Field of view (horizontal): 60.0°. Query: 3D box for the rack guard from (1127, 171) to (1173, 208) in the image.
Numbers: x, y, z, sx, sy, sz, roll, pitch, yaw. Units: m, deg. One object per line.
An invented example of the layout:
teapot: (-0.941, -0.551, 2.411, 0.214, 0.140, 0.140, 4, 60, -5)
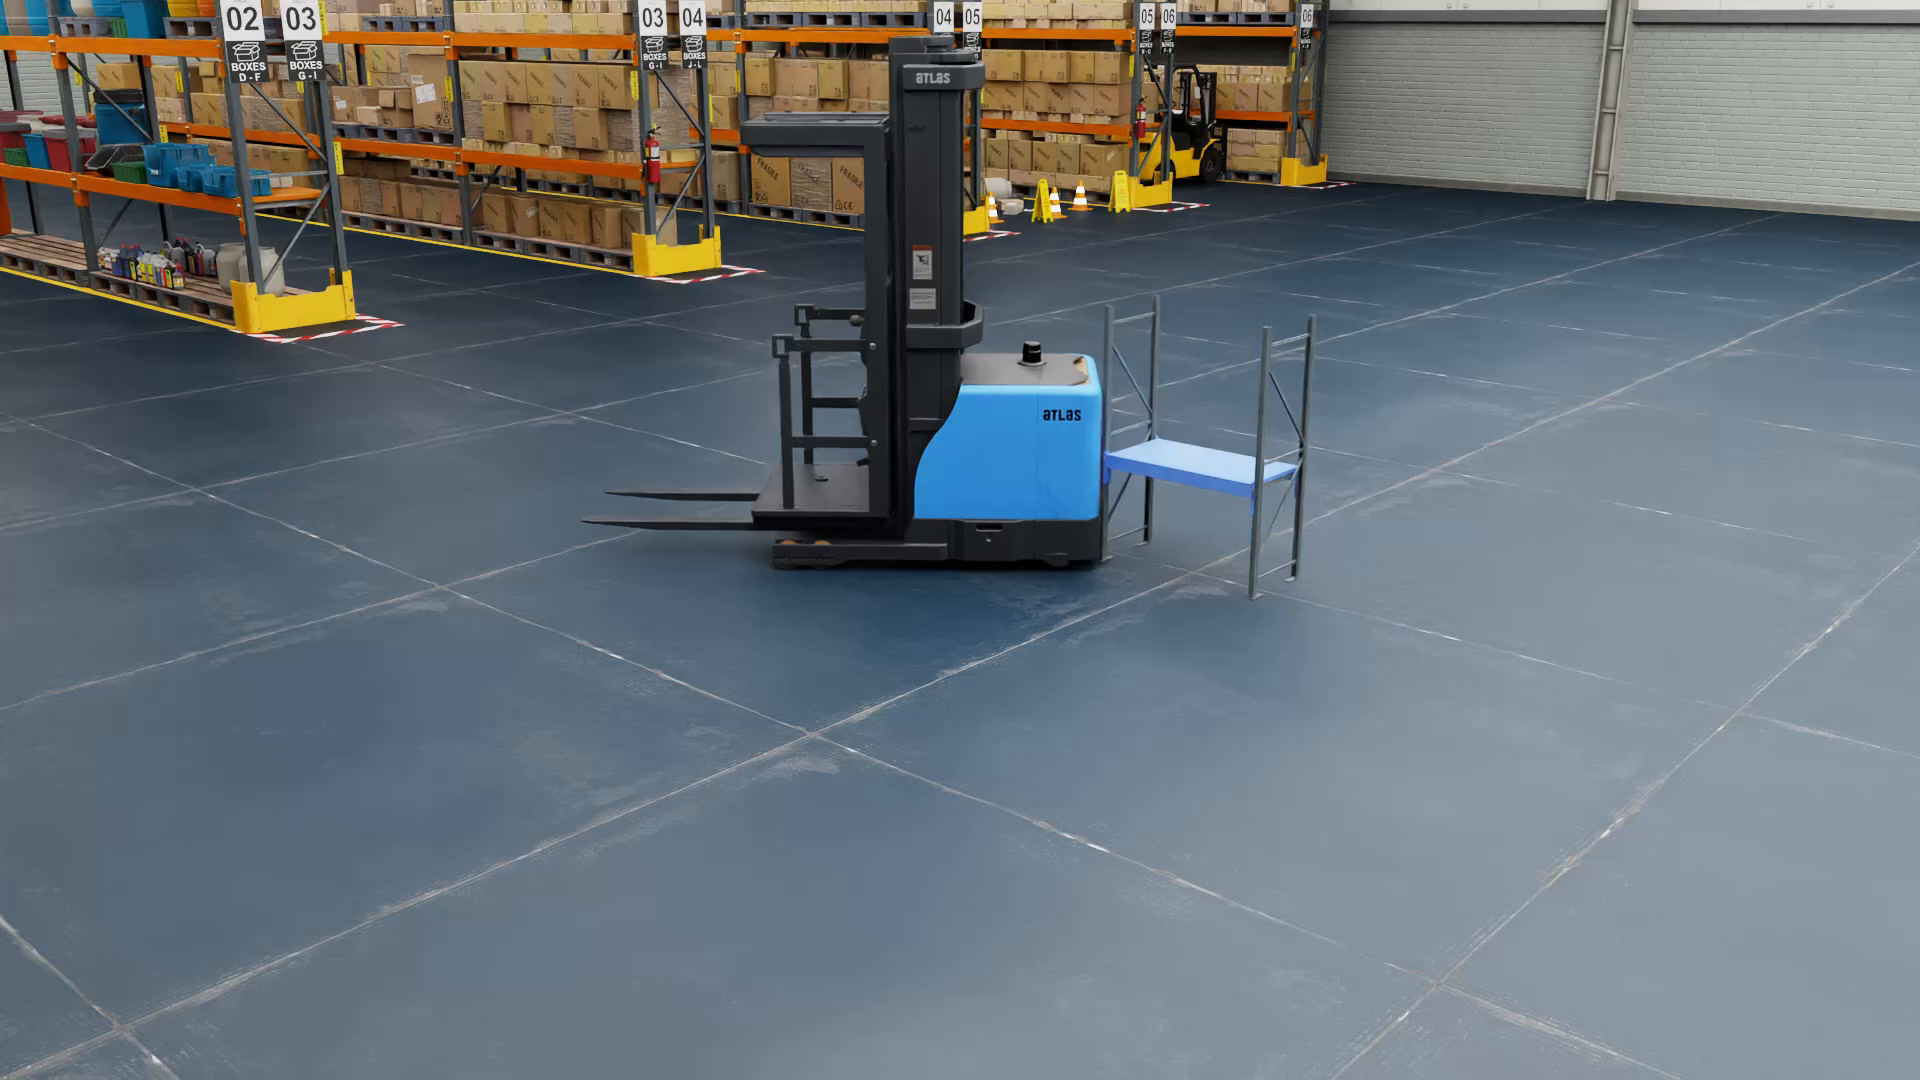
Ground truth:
rack guard: (3.077, -5.834, 27.667, 0.348, 0.500, 1.175, 15, 23, 39)

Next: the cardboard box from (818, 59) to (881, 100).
cardboard box: (-1.612, -6.849, 24.700, 0.500, 0.550, 0.875, 15, 23, 39)

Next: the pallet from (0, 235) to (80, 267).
pallet: (-12.161, -3.760, 21.610, 1.213, 0.211, 1.003, 15, 23, 39)

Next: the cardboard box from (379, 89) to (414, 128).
cardboard box: (-7.793, -6.147, 23.658, 0.797, 0.503, 0.637, -15, 23, -40)

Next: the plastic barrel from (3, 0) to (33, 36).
plastic barrel: (-10.737, -6.303, 19.227, 0.600, 0.901, 0.600, 0, 18, 0)

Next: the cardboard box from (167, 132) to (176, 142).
cardboard box: (-13.533, -6.696, 29.070, 0.875, 0.875, 0.875, 15, 23, 39)

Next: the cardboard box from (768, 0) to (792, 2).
cardboard box: (-2.509, -8.158, 24.797, 0.500, 0.250, 0.500, 15, 23, 39)

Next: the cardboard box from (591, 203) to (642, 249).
cardboard box: (-4.370, -4.018, 21.251, 0.500, 0.500, 0.500, -11, 21, -31)

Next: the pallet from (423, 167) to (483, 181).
pallet: (-9.577, -7.077, 32.061, 1.213, 0.211, 1.003, 15, 23, 39)

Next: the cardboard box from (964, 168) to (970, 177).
cardboard box: (0.041, -6.100, 28.501, 0.500, 0.500, 0.500, -3, 18, -8)

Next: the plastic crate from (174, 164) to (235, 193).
plastic crate: (-7.786, -3.741, 17.186, 0.408, 0.251, 0.499, 15, 23, 39)

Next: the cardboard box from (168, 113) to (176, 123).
cardboard box: (-13.058, -7.096, 27.928, 0.250, 0.149, 0.380, 16, 23, 40)

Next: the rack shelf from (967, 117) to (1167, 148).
rack shelf: (1.638, -7.069, 28.615, 4.000, 0.370, 1.077, 15, 23, 39)

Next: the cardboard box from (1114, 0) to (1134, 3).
cardboard box: (2.685, -8.701, 26.708, 0.250, 0.149, 0.380, 15, 23, 40)

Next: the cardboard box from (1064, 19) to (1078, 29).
cardboard box: (1.934, -8.537, 27.509, 0.250, 0.149, 0.380, 15, 23, 39)

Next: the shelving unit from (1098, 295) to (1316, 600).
shelving unit: (1.367, -0.546, 9.354, 1.048, 1.500, 0.538, 15, 23, 39)

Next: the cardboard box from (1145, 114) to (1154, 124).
cardboard box: (3.017, -7.005, 27.641, 0.250, 0.149, 0.380, 15, 23, 39)

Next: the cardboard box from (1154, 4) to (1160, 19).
cardboard box: (2.935, -8.671, 27.273, 0.500, 0.250, 0.500, 15, 23, 38)

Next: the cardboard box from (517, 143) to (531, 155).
cardboard box: (-5.523, -5.094, 21.621, 0.250, 0.149, 0.380, 15, 23, 39)

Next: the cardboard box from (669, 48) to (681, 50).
cardboard box: (-5.905, -10.375, 34.953, 0.250, 0.149, 0.380, 15, 23, 38)

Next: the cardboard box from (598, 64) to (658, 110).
cardboard box: (-4.019, -5.488, 20.136, 0.500, 0.500, 0.500, 15, 23, 39)

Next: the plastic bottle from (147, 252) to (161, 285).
plastic bottle: (-8.797, -2.981, 18.197, 0.185, 0.351, 0.144, 16, 24, 41)

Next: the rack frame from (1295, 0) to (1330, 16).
rack frame: (6.426, -10.993, 29.874, 0.127, 3.000, 1.000, 15, 23, 39)

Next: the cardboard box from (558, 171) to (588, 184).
cardboard box: (-6.725, -6.558, 29.254, 0.500, 0.500, 0.500, 15, 23, 39)

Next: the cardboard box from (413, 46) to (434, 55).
cardboard box: (-9.973, -9.081, 31.456, 0.500, 0.500, 0.500, 14, 22, 38)

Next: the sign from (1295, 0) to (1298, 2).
sign: (6.055, -9.828, 29.828, 0.005, 0.325, 0.100, 15, 23, 39)

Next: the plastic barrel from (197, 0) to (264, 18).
plastic barrel: (-7.179, -5.551, 16.280, 0.708, 0.830, 0.600, 15, 23, 39)

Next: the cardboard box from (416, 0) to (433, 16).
cardboard box: (-7.205, -7.303, 22.733, 0.258, 0.266, 0.396, 16, 24, 41)

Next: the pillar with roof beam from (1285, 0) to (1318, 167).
pillar with roof beam: (3.646, -10.363, 27.888, 0.400, 9.000, 9.100, 15, 23, 39)

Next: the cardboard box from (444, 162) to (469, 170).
cardboard box: (-9.571, -7.122, 31.613, 0.250, 0.149, 0.380, 15, 23, 40)

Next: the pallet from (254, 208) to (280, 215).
pallet: (-10.875, -5.465, 26.983, 1.213, 0.211, 1.003, 15, 23, 39)

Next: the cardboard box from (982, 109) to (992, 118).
cardboard box: (0.607, -7.472, 29.112, 0.250, 0.149, 0.380, 15, 23, 39)

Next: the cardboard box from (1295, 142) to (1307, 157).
cardboard box: (6.212, -7.403, 31.504, 0.500, 0.250, 0.500, 16, 23, 40)

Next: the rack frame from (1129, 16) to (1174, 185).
rack frame: (3.134, -7.010, 27.241, 0.127, 3.000, 1.000, 15, 23, 39)

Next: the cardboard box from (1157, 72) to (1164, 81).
cardboard box: (4.041, -9.006, 32.293, 0.250, 0.149, 0.380, 16, 23, 40)

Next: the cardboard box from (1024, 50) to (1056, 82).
cardboard box: (1.503, -8.043, 28.186, 0.500, 0.500, 0.700, 15, 23, 39)

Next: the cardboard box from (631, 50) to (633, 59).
cardboard box: (-6.752, -10.079, 35.095, 0.500, 0.500, 0.500, 15, 23, 38)

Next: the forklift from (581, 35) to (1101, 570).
forklift: (-0.698, -1.383, 9.626, 3.031, 2.935, 1.130, 1, 18, 2)

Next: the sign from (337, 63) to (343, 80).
sign: (-12.403, -9.372, 33.253, 0.005, 0.325, 0.100, 15, 23, 39)

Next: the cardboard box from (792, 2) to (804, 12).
cardboard box: (-2.259, -7.877, 24.569, 0.250, 0.149, 0.380, 15, 23, 38)

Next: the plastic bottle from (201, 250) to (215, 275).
plastic bottle: (-8.546, -3.161, 18.888, 0.135, 0.276, 0.152, 16, 23, 40)

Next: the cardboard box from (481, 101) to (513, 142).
cardboard box: (-5.789, -5.548, 21.976, 0.500, 0.500, 0.875, 15, 23, 39)

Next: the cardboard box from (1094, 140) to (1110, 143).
cardboard box: (2.302, -6.590, 28.529, 0.500, 0.500, 0.500, 14, 22, 37)

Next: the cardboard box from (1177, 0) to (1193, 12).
cardboard box: (4.343, -10.184, 31.645, 0.258, 0.266, 0.396, 14, 23, 38)

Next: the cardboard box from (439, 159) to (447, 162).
cardboard box: (-9.708, -7.305, 31.698, 0.250, 0.149, 0.380, 14, 22, 37)

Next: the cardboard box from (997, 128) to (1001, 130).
cardboard box: (0.900, -8.680, 35.734, 0.625, 0.625, 0.875, 16, 24, 41)

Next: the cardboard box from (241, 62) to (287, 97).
cardboard box: (-10.955, -7.315, 26.378, 0.637, 0.503, 0.797, 16, 24, 41)

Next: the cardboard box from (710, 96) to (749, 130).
cardboard box: (-3.635, -6.765, 26.303, 0.500, 0.500, 0.500, 15, 23, 39)

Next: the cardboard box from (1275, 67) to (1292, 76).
cardboard box: (6.018, -8.656, 30.700, 0.250, 0.149, 0.380, 15, 23, 39)

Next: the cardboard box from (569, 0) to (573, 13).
cardboard box: (-4.559, -6.533, 20.368, 0.250, 0.149, 0.380, 15, 23, 40)

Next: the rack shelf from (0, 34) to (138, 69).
rack shelf: (-11.219, -5.939, 20.096, 4.000, 0.370, 1.077, 15, 23, 39)

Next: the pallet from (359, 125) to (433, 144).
pallet: (-7.920, -5.894, 24.043, 1.213, 0.211, 1.003, 15, 23, 39)

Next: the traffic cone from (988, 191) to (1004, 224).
traffic cone: (0.469, -5.088, 25.380, 0.334, 0.463, 0.336, 15, 23, 39)

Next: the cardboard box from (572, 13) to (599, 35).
cardboard box: (-4.348, -6.265, 20.183, 0.500, 0.250, 0.500, 15, 23, 40)

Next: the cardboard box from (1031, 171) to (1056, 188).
cardboard box: (1.574, -6.210, 28.573, 0.500, 0.250, 0.500, 14, 22, 37)
